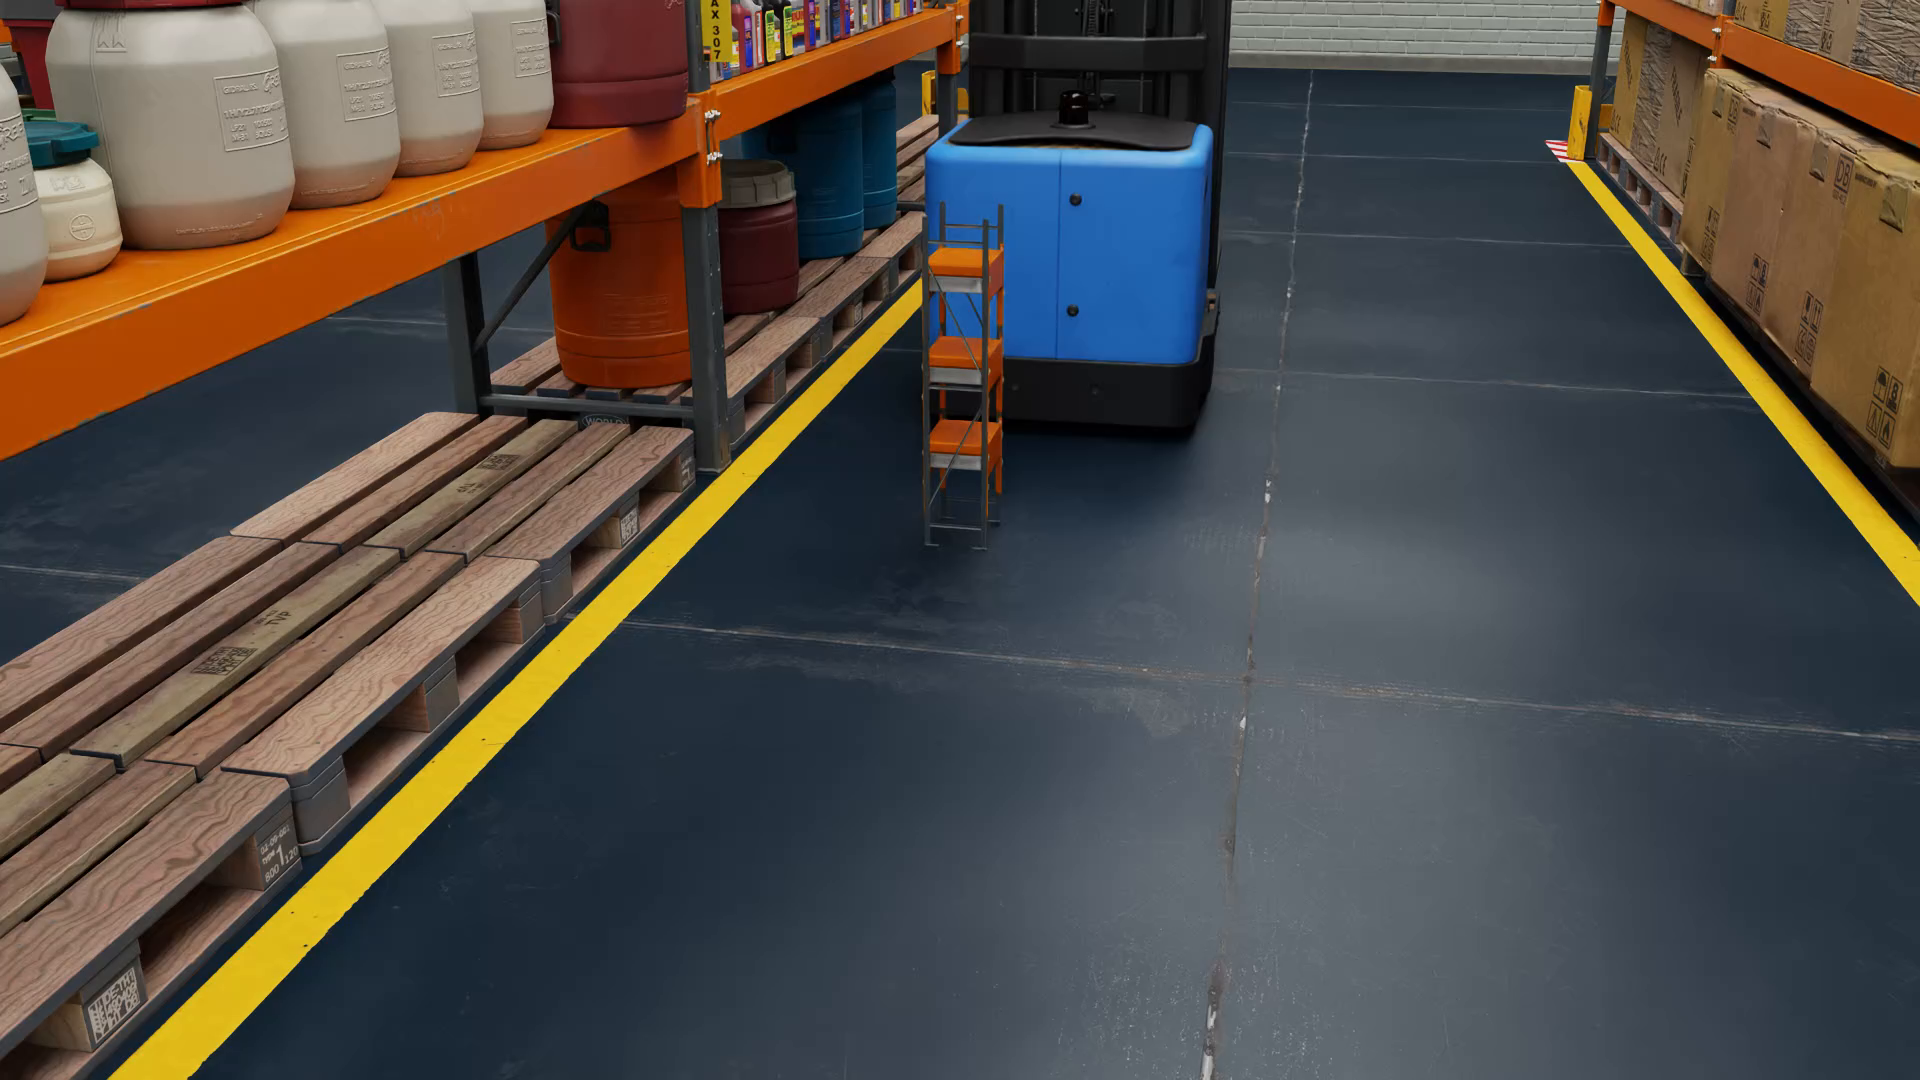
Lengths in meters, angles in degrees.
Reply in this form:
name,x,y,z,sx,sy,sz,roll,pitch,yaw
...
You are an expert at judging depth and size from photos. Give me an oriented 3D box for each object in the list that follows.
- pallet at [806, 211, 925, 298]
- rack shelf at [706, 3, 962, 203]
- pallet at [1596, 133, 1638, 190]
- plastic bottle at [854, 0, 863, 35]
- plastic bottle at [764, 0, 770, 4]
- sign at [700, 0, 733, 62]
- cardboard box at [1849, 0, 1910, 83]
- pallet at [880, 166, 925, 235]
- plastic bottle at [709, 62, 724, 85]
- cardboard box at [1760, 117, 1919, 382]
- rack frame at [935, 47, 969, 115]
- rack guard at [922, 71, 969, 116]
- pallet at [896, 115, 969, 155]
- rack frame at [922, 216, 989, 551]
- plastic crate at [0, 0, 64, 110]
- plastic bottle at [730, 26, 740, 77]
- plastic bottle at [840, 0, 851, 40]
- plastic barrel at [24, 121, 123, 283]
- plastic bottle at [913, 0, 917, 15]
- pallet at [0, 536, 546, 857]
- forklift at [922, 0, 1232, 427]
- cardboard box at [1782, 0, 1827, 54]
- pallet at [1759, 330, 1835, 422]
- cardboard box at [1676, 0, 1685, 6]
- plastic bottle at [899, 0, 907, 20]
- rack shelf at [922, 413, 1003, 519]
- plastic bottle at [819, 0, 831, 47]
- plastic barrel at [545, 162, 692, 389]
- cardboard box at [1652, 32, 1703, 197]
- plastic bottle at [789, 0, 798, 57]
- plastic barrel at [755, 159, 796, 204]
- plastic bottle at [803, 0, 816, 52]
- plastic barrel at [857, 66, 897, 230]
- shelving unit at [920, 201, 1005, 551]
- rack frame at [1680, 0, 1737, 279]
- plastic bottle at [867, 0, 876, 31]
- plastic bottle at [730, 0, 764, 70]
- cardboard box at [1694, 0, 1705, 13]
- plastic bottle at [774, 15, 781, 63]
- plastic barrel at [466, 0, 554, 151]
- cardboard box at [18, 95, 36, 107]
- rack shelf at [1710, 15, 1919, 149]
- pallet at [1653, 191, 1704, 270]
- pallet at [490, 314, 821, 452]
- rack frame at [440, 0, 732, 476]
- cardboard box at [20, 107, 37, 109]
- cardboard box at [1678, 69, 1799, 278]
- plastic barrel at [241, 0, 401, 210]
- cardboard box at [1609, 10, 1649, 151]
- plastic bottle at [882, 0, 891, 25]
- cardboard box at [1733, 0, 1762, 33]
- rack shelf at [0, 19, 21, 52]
name,x,y,z,sx,sy,sz,roll,pitch,yaw
pallet,-0.712,-1.570,8.970,1.003,0.211,1.213,4,22,11
rack shelf,-0.922,-2.078,7.460,1.077,0.370,4.000,4,22,11
pallet,5.064,-2.636,11.617,1.003,0.211,1.213,4,22,11
plastic bottle,-0.530,-2.464,7.623,0.152,0.276,0.135,4,22,11
plastic bottle,-0.782,-2.318,7.161,0.144,0.351,0.185,4,22,11
sign,-0.790,-1.716,5.381,0.100,0.325,0.005,4,22,11
cardboard box,3.587,-1.920,5.972,0.500,0.500,0.500,4,22,9
pallet,-0.402,-2.121,10.338,1.003,0.211,1.213,4,22,11
plastic bottle,-0.925,-1.756,5.864,0.152,0.276,0.135,4,22,11
cardboard box,3.869,-1.088,6.321,1.225,0.875,0.875,5,22,11
rack frame,0.302,-4.606,12.774,1.000,3.000,0.127,4,22,11
rack guard,0.294,-3.456,13.265,1.175,0.500,0.348,4,22,11
pallet,0.096,-3.014,12.554,1.003,0.211,1.213,4,22,11
rack frame,-0.014,-0.462,5.095,0.200,1.050,0.008,4,22,11
plastic crate,-1.959,-1.142,4.088,0.402,0.464,0.583,4,22,11
plastic bottle,-0.855,-1.797,6.067,0.097,0.201,0.097,0,22,0
plastic bottle,-0.533,-2.380,7.403,0.061,0.283,0.133,4,22,11
plastic barrel,-1.726,-0.625,3.076,0.301,0.262,0.301,0,22,0
plastic bottle,-0.275,-2.837,8.649,0.097,0.201,0.097,0,22,0
pallet,-1.777,0.339,4.230,1.003,0.211,1.213,4,22,11
forklift,0.623,-2.297,7.133,1.130,2.935,3.031,4,22,9
cardboard box,3.792,-2.296,6.904,0.500,0.500,0.500,4,22,10
pallet,4.004,-0.736,6.899,1.003,0.211,1.213,4,22,11
cardboard box,4.234,-3.067,9.291,0.380,0.149,0.250,5,22,12
plastic bottle,-0.352,-2.783,8.414,0.152,0.276,0.135,4,22,11
rack shelf,0.011,-0.239,5.314,0.215,0.259,0.240,4,22,11
plastic bottle,-0.642,-2.263,7.124,0.152,0.276,0.135,4,22,11
plastic barrel,-1.247,-1.048,6.284,0.600,0.830,0.708,4,22,11
cardboard box,4.731,-2.539,9.924,0.875,0.875,0.875,4,22,11
plastic bottle,-0.706,-2.097,6.716,0.097,0.271,0.097,0,22,0
plastic barrel,-0.989,-1.527,7.899,0.421,0.512,0.421,0,22,0
plastic bottle,-0.645,-2.179,6.904,0.061,0.283,0.133,4,22,11
plastic barrel,-0.642,-2.167,8.965,0.600,0.901,0.708,4,22,11
shelving unit,0.011,-0.507,5.206,0.215,1.050,0.252,4,22,11
rack frame,4.335,-2.765,8.204,1.000,3.000,0.127,4,22,11
plastic bottle,-0.483,-2.549,7.834,0.152,0.276,0.135,4,22,11
plastic bottle,-0.831,-1.925,6.285,0.152,0.276,0.135,4,22,11
cardboard box,4.129,-2.880,8.825,0.380,0.149,0.250,5,22,12
plastic bottle,-0.753,-1.980,6.520,0.097,0.201,0.097,0,22,0
plastic barrel,-1.331,-1.339,4.514,0.421,0.512,0.421,0,22,0
cardboard box,-5.700,-2.408,10.074,0.500,0.500,0.500,3,22,8
rack shelf,3.927,-1.700,6.523,1.077,0.370,4.000,4,22,11
pallet,4.567,-1.744,9.401,1.003,0.211,1.213,4,22,11
pallet,-1.210,-0.678,6.754,1.003,0.211,1.213,4,22,11
rack frame,-1.330,-1.680,5.510,1.000,3.000,0.127,4,22,11
cardboard box,-5.292,-2.184,9.518,0.500,0.500,0.500,5,22,11
cardboard box,4.224,-1.739,7.938,1.225,0.875,0.875,5,22,11
plastic barrel,-1.498,-1.040,3.738,0.433,0.535,0.433,0,22,0
cardboard box,5.099,-3.197,11.559,0.875,0.875,0.875,4,22,11
plastic bottle,-0.419,-2.691,8.087,0.144,0.351,0.185,4,22,11
cardboard box,3.996,-2.662,7.815,0.500,0.500,0.500,5,22,11
rack shelf,-5.770,-2.457,8.401,1.077,0.370,4.000,4,22,11
